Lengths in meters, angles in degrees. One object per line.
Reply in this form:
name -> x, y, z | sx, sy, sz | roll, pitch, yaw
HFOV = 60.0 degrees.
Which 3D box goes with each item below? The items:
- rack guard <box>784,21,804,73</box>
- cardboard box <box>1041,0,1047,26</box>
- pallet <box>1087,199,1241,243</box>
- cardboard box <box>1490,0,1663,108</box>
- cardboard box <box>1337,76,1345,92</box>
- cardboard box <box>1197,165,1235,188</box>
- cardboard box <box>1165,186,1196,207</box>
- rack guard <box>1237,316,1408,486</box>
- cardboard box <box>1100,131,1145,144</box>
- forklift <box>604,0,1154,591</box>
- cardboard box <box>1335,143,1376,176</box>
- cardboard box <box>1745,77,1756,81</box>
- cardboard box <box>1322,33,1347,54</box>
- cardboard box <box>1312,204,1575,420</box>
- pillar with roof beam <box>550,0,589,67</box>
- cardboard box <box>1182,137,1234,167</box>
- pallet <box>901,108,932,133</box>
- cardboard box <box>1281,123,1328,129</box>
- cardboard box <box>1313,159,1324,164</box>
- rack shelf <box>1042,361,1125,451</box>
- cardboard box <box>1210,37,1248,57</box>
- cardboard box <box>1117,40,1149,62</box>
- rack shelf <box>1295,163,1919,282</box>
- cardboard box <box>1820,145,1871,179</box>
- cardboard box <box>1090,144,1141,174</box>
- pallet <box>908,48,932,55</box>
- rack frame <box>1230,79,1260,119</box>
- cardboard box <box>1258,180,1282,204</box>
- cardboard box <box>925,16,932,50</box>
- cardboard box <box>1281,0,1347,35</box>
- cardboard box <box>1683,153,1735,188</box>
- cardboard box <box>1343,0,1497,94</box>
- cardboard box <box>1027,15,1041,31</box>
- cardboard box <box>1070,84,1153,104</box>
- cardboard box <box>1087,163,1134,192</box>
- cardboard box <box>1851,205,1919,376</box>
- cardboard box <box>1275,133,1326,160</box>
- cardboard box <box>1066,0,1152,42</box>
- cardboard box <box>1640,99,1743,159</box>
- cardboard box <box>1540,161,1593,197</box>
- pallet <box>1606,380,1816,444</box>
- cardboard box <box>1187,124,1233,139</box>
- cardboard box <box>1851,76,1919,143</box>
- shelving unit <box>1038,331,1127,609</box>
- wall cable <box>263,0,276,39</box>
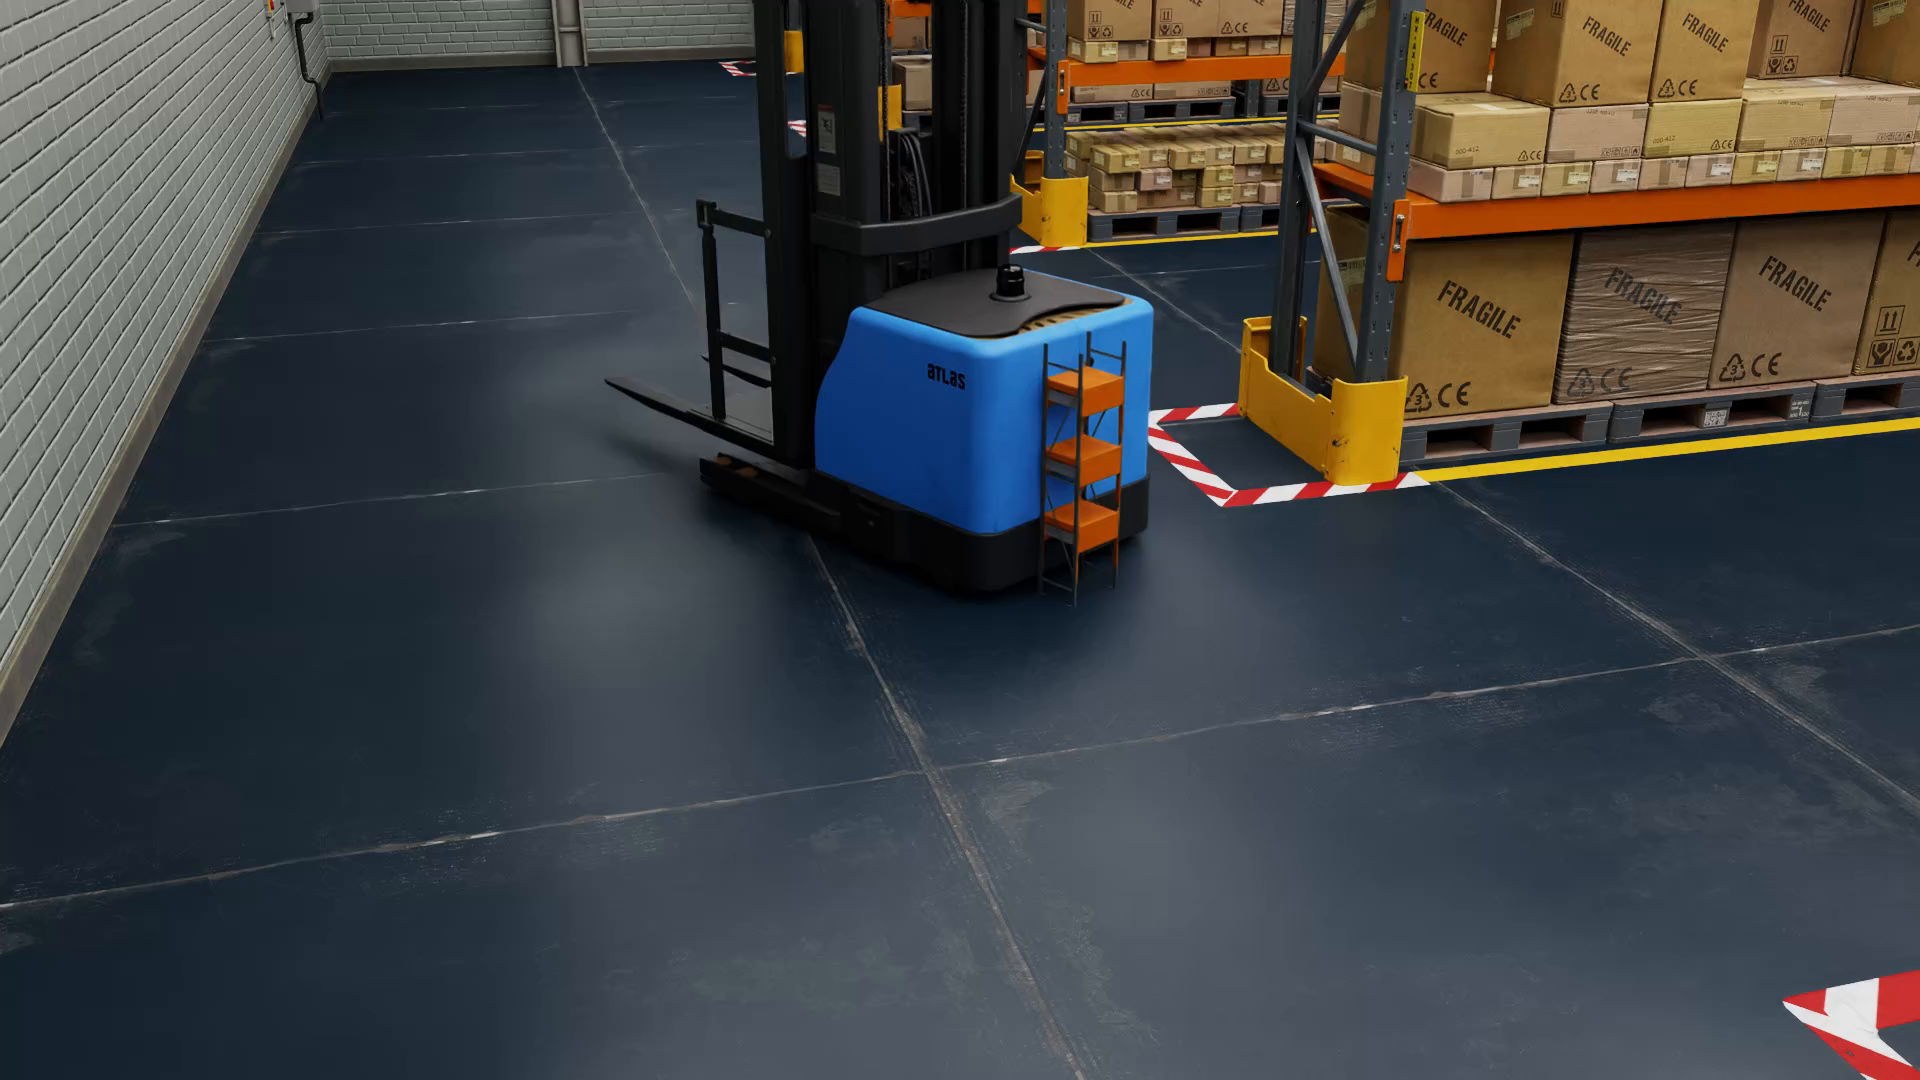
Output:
rack guard -> -2.144, -6.375, 21.474 | 0.348, 0.500, 1.175 | -6, 24, -14
cardboard box -> 0.924, -4.091, 12.477 | 0.500, 0.500, 0.500 | -6, 24, -13
pallet -> 1.426, -2.563, 12.955 | 1.213, 0.211, 1.003 | -6, 24, -14
cardboard box -> 2.820, -2.284, 7.630 | 0.500, 0.500, 0.500 | -7, 24, -16
cardboard box -> 4.421, -5.470, 18.356 | 0.875, 0.875, 0.875 | -6, 24, -13
cardboard box -> 1.902, -2.795, 12.665 | 0.250, 0.149, 0.380 | -6, 24, -13
cardboard box -> 1.619, -2.668, 12.748 | 0.250, 0.149, 0.380 | -6, 24, -14
rack guard -> 1.781, -0.718, 8.289 | 0.348, 0.500, 1.175 | -6, 24, -14
cardboard box -> 1.260, -3.077, 12.945 | 0.250, 0.149, 0.380 | -6, 24, -13
forklift -> -0.565, -1.636, 7.346 | 1.130, 2.935, 3.031 | -21, 31, -39
cardboard box -> 2.058, -1.917, 8.232 | 0.250, 0.149, 0.380 | -6, 24, -13
cardboard box -> 3.678, -2.255, 8.513 | 0.500, 0.250, 0.500 | -6, 24, -14
cardboard box -> 2.715, -3.761, 12.529 | 0.250, 0.149, 0.380 | -6, 24, -13
cardboard box -> 2.398, -1.184, 8.368 | 0.875, 0.875, 0.875 | -6, 24, -14
pillar with roof beam -> -3.894, -8.693, 16.098 | 0.400, 9.000, 9.100 | -6, 24, -14
cardboard box -> 1.884, -2.957, 12.667 | 0.250, 0.149, 0.380 | -8, 24, -17
pallet -> -0.124, -4.465, 17.389 | 1.213, 0.211, 1.003 | -6, 24, -14
cardboard box -> 2.761, -3.242, 13.330 | 0.250, 0.149, 0.380 | -7, 24, -17
cardboard box -> 2.645, -2.929, 12.977 | 0.250, 0.149, 0.380 | -5, 24, -12
rack shelf -> 0.478, -0.522, 6.442 | 0.240, 0.259, 0.215 | -21, 31, -39
cardboard box -> 1.949, -3.708, 12.407 | 0.250, 0.149, 0.380 | -7, 24, -15
cardboard box -> 1.196, -3.601, 12.156 | 0.250, 0.149, 0.380 | -5, 24, -12
rack shelf -> 3.729, -1.752, 8.441 | 4.000, 0.370, 1.077 | -6, 24, -14
cardboard box -> 4.213, -1.886, 8.160 | 0.250, 0.149, 0.380 | -7, 24, -15
cardboard box -> 1.157, -2.846, 12.408 | 0.250, 0.149, 0.380 | -7, 24, -17
pallet -> -0.205, -6.456, 22.029 | 1.213, 0.211, 1.003 | -6, 24, -14
rack frame -> 2.978, -6.058, 17.564 | 0.127, 3.000, 1.000 | -6, 24, -14
cardboard box -> 2.378, -2.711, 12.847 | 0.250, 0.149, 0.380 | -8, 24, -17
cardboard box -> -0.234, -6.684, 21.661 | 0.500, 0.500, 0.500 | -6, 24, -13
cardboard box -> 2.541, -4.059, 12.403 | 0.500, 0.500, 0.500 | -7, 24, -16
cardboard box -> 3.472, -1.804, 7.970 | 0.250, 0.149, 0.380 | -7, 24, -15
cardboard box -> 2.202, -2.433, 7.979 | 0.500, 0.500, 0.500 | -6, 24, -14
cardboard box -> 0.934, -6.919, 22.447 | 0.500, 0.311, 0.500 | -5, 24, -12
cardboard box -> 1.483, -4.952, 17.703 | 0.875, 0.438, 0.875 | -7, 24, -16
cardboard box -> 1.135, -2.741, 12.540 | 0.250, 0.149, 0.380 | -5, 24, -12
cardboard box -> 4.998, -1.472, 9.039 | 0.875, 0.875, 0.875 | -6, 24, -14
cardboard box -> 2.635, -3.057, 12.899 | 0.250, 0.149, 0.380 | -6, 24, -14
cardboard box -> 1.068, -3.889, 12.005 | 0.500, 0.500, 0.500 | -5, 24, -12
cardboard box -> 3.322, -1.996, 7.910 | 0.500, 0.250, 0.500 | -7, 24, -16
cardboard box -> 2.728, -1.722, 7.777 | 0.250, 0.149, 0.380 | -7, 24, -16
pallet -> 3.725, -0.831, 8.920 | 1.213, 0.211, 1.003 | -6, 24, -14
cardboard box -> 1.985, -3.206, 13.246 | 0.250, 0.149, 0.380 | -5, 24, -12
cardboard box -> 4.803, -2.160, 8.294 | 0.500, 0.250, 0.500 | -6, 24, -13
shelving unit -> 0.478, -0.271, 6.550 | 0.252, 1.050, 0.215 | -21, 31, -39
wall cable -> -6.296, -5.504, 14.944 | 0.123, 1.953, 0.585 | -6, 24, -14
